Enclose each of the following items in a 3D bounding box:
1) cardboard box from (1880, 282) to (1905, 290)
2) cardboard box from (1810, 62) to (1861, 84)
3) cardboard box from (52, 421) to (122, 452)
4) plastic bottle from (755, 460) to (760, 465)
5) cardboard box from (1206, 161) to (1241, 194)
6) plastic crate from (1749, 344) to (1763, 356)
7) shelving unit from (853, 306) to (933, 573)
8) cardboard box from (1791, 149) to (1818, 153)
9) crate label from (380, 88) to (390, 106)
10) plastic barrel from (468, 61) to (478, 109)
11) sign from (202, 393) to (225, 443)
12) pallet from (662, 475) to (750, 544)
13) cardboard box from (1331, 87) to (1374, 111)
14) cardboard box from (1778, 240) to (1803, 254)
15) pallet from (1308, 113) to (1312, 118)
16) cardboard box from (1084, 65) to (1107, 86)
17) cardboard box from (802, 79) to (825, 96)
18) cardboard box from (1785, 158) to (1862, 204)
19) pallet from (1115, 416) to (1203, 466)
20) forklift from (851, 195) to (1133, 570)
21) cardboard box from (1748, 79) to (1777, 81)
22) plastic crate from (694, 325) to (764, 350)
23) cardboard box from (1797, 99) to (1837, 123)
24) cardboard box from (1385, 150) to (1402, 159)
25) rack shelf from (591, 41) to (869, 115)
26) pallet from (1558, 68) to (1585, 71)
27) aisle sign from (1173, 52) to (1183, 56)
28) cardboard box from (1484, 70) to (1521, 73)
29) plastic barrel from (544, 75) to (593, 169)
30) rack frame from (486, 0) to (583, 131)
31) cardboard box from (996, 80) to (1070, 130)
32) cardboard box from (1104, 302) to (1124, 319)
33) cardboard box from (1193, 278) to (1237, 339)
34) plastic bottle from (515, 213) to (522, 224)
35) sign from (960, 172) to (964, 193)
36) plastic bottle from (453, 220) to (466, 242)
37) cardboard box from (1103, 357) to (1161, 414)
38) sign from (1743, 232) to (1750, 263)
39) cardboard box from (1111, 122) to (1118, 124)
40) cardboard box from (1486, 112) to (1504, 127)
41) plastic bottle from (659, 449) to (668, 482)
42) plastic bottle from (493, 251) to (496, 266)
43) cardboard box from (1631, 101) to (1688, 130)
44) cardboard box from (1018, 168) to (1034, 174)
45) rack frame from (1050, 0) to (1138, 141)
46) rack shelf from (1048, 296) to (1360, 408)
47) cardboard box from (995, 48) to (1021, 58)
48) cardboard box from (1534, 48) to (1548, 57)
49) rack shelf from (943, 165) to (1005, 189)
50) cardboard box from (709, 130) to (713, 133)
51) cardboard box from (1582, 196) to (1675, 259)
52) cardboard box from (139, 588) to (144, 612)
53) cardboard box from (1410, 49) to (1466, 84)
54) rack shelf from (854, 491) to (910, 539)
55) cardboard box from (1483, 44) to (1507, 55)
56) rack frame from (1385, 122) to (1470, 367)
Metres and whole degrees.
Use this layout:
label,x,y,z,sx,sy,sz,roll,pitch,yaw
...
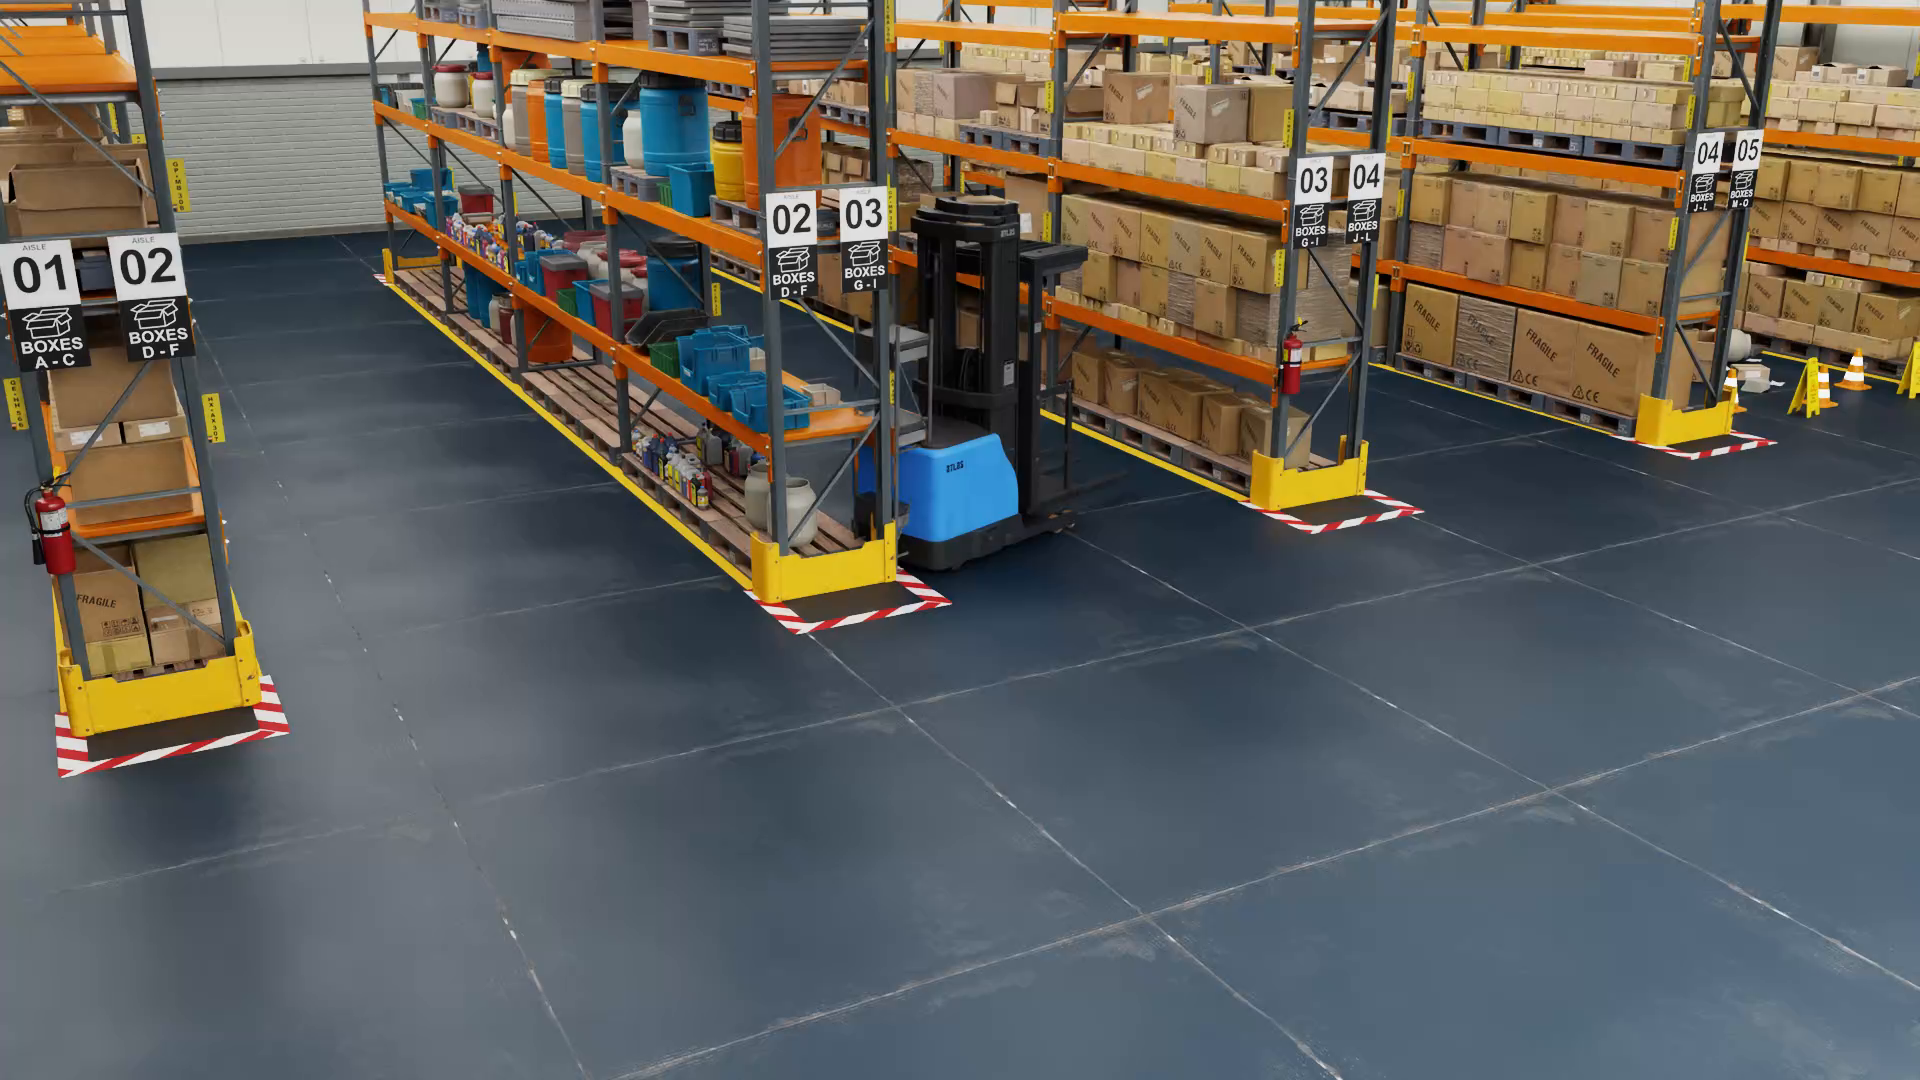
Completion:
label,x,y,z,sx,sy,sz,roll,pitch,yaw
cardboard box,11.655,-3.019,21.203,0.500,0.500,0.500,-11,22,-29
cardboard box,13.604,-7.265,25.828,0.500,0.311,0.500,-11,22,-28
cardboard box,-5.731,-0.701,10.915,0.380,0.149,0.250,-10,22,-28
plastic bottle,-1.865,-0.642,15.509,0.097,0.201,0.097,0,19,0
cardboard box,2.645,-3.389,15.485,0.500,0.250,0.500,-10,21,-26
plastic crate,10.183,-2.525,21.827,0.583,0.080,0.402,16,25,39
shelving unit,-0.554,-0.812,13.651,0.503,2.100,0.431,22,30,40
cardboard box,13.705,-6.255,27.013,0.380,0.149,0.250,-9,21,-25
crate label,-8.465,-6.658,24.959,0.408,0.251,0.502,-10,21,-27
plastic barrel,-6.108,-5.952,21.752,0.600,0.588,0.600,0,19,0
sign,-4.891,-0.797,10.895,0.100,0.325,0.005,-10,21,-27
pallet,-2.055,-0.313,15.214,1.003,0.211,1.213,-10,21,-27
cardboard box,5.071,-5.601,21.098,0.500,0.250,0.500,-10,21,-27
cardboard box,10.770,-3.788,21.394,0.380,0.149,0.250,-10,21,-27
pallet,4.304,-5.988,23.076,1.213,0.211,1.003,-9,21,-24
cardboard box,2.285,-7.273,26.005,0.500,0.311,0.500,-10,22,-27
cardboard box,-1.919,-6.490,23.736,0.500,0.311,0.500,-11,22,-29
cardboard box,10.943,-4.550,21.076,0.700,0.500,0.500,-10,21,-27
pallet,2.372,-1.092,17.472,1.003,0.211,1.213,-10,21,-27
forklift,0.410,-1.541,14.603,1.130,2.935,3.031,16,24,38
cardboard box,10.693,-6.039,22.099,0.380,0.149,0.250,-11,22,-28
plastic crate,-2.156,-1.835,15.579,0.499,0.251,0.616,-10,21,-27
cardboard box,10.849,-5.365,20.756,0.500,0.250,0.500,-10,21,-26
cardboard box,7.304,-6.549,27.325,0.500,0.500,0.500,-10,21,-27
rack shelf,-1.971,-3.914,13.893,1.077,0.370,4.000,-10,21,-27
pallet,11.470,-8.383,30.017,1.213,0.211,1.003,-10,21,-27
aisle sign,4.172,-9.133,32.514,0.394,0.787,0.004,-10,21,-27
cardboard box,6.425,-5.481,19.684,0.380,0.149,0.250,-10,21,-27
plastic barrel,-3.974,-4.324,17.196,0.600,0.901,0.708,-10,21,-27
rack frame,-4.820,-6.165,18.702,1.000,3.000,0.127,-10,21,-27
cardboard box,0.854,-5.034,19.221,0.797,0.503,0.637,-9,21,-24
cardboard box,1.736,-2.431,17.464,0.380,0.149,0.250,-10,21,-27
cardboard box,2.758,-2.275,16.016,0.875,0.500,0.500,-10,21,-27
plastic bottle,-5.907,-4.188,22.245,0.144,0.351,0.185,-10,21,-27
sign,0.012,-4.693,21.980,0.100,0.325,0.005,-10,21,-27
plastic bottle,-6.661,-4.122,22.168,0.152,0.276,0.135,-10,21,-27
cardboard box,1.872,-1.681,18.092,0.500,0.500,0.500,-3,19,-9
sign,8.242,-3.070,17.481,0.100,0.325,0.005,-10,21,-27
cardboard box,1.847,-4.435,17.906,0.380,0.149,0.250,-9,21,-25
cardboard box,6.210,-4.783,18.885,0.380,0.149,0.250,-10,22,-28
plastic bottle,-2.771,-0.701,15.554,0.061,0.283,0.133,-9,21,-24
plastic bottle,-5.675,-3.471,20.397,0.097,0.201,0.097,0,19,0
cardboard box,7.272,-4.370,17.075,0.500,0.250,0.500,-10,21,-26
cardboard box,1.329,-6.416,28.017,0.500,0.500,0.500,-11,22,-28
rack frame,1.438,-5.784,17.598,1.000,3.000,0.127,-10,21,-27
rack shelf,2.388,-2.034,17.030,1.077,0.370,4.000,-10,21,-27
cardboard box,0.818,-8.325,28.413,0.380,0.149,0.250,-9,21,-25
cardboard box,10.756,-8.937,30.464,0.380,0.149,0.250,-10,22,-28
rack shelf,1.103,-6.218,29.155,1.077,0.370,4.000,-10,21,-27
cardboard box,-4.032,-6.494,27.477,0.500,0.500,0.500,-11,22,-28
cardboard box,7.266,-3.377,17.933,0.875,0.550,0.550,-10,21,-27
cardboard box,-5.919,0.360,12.561,0.500,0.250,0.500,-10,21,-27
cardboard box,7.623,-7.550,26.517,0.700,0.500,0.500,-11,22,-29
rack shelf,-0.570,-0.153,13.925,0.480,0.518,0.431,22,30,40
cardboard box,10.276,-9.381,31.628,0.500,0.250,0.500,-10,21,-27
rack frame,5.851,-3.687,20.719,1.000,3.000,0.127,-10,21,-27
